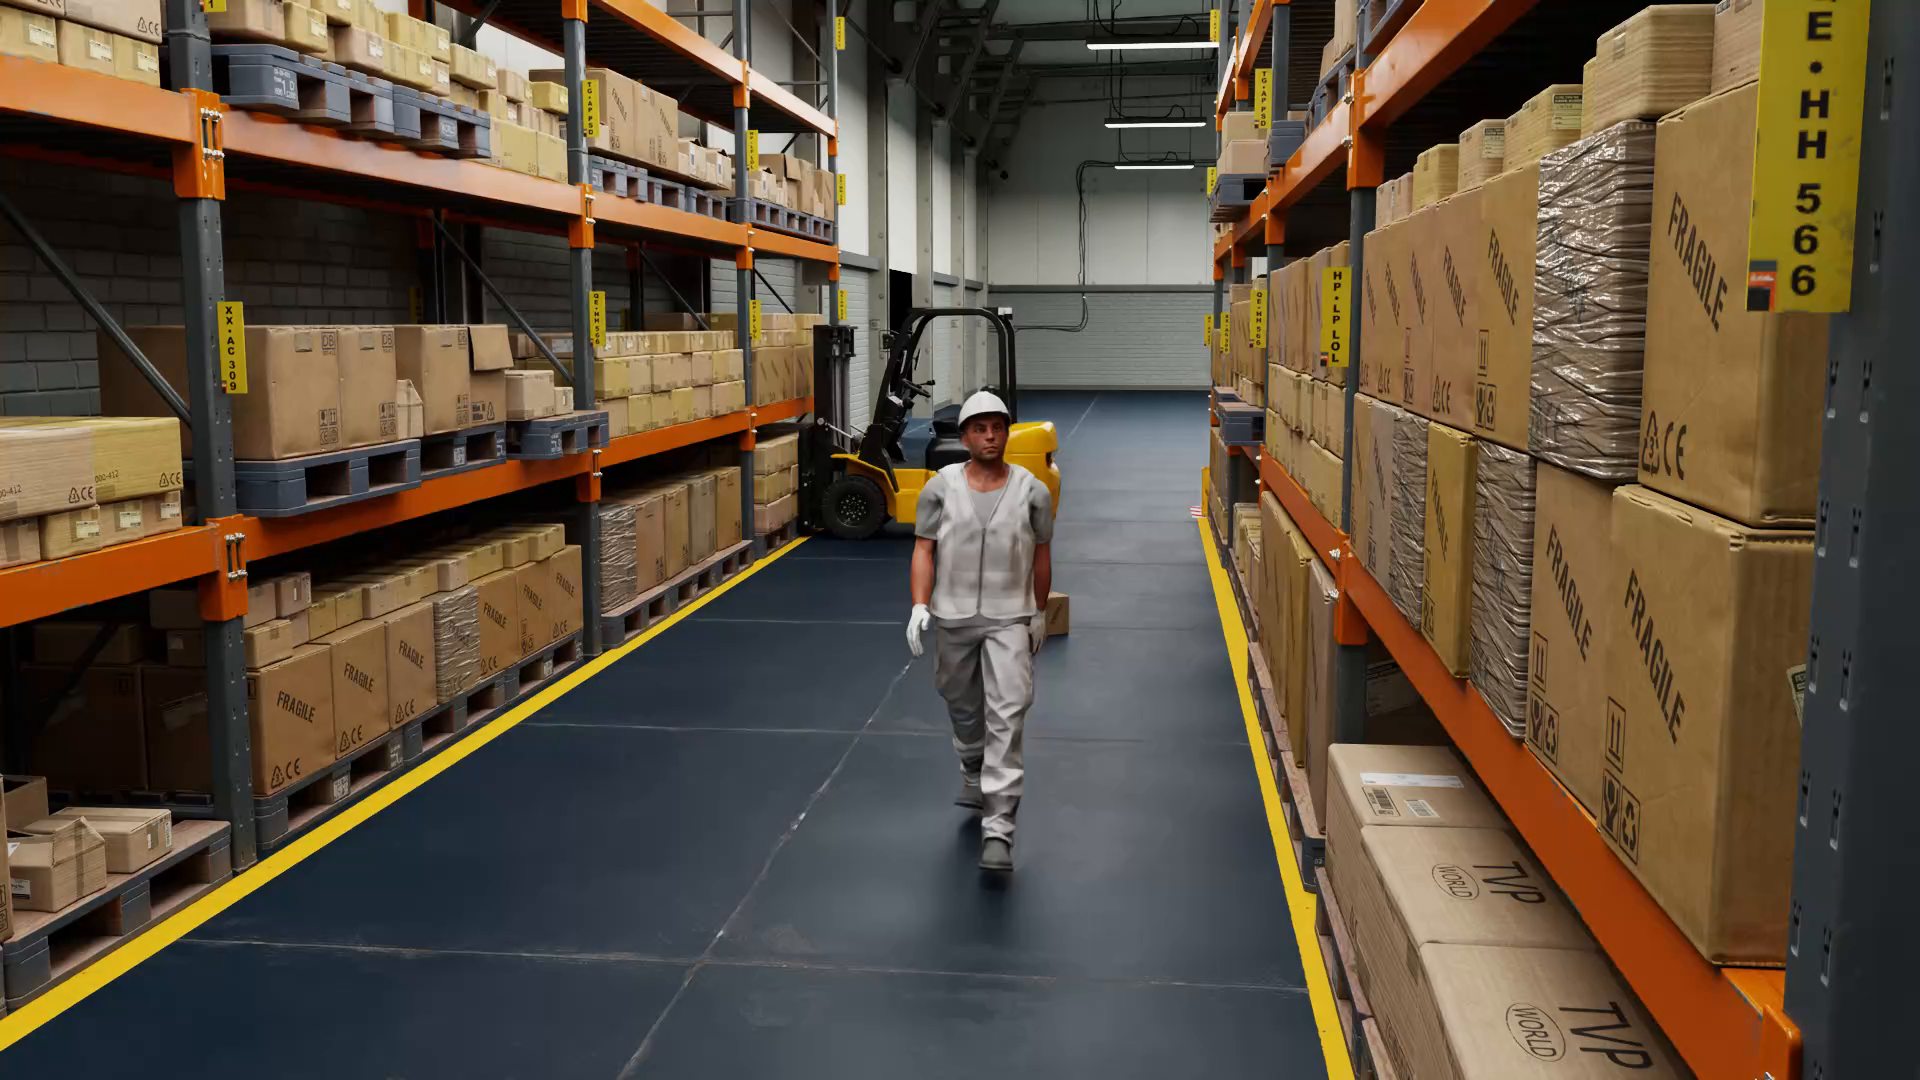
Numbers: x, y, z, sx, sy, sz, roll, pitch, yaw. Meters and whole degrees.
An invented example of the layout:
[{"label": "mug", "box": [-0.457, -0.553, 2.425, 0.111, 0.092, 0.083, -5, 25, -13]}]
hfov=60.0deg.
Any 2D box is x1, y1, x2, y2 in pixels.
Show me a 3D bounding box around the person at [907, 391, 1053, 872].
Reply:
[{"label": "person", "box": [0.077, 0.310, 6.341, 0.534, 1.743, 1.043, 1, 8, 6]}]
